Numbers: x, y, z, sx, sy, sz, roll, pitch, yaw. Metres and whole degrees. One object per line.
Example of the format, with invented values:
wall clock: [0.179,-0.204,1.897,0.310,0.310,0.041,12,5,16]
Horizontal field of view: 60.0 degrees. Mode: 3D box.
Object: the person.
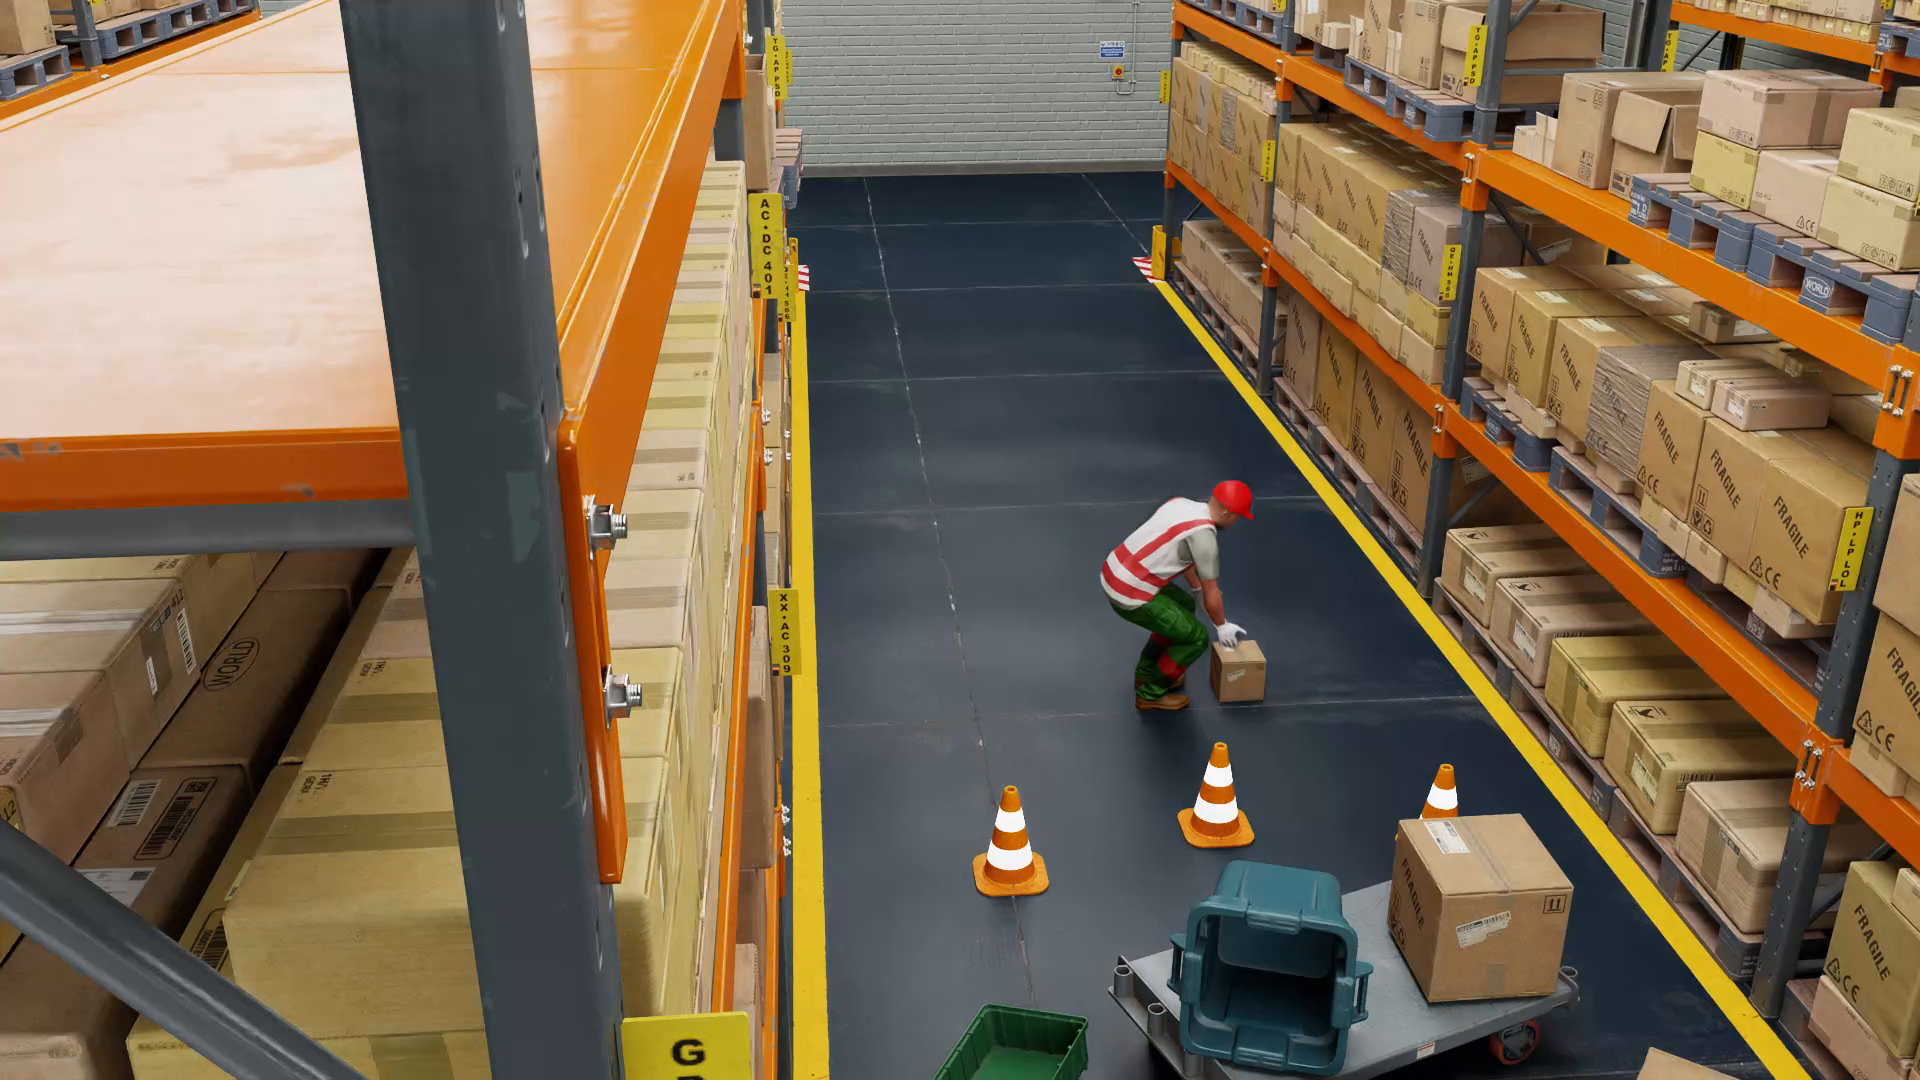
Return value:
person: [1.174,0.274,9.104,0.829,1.260,0.585,-2,24,-5]
